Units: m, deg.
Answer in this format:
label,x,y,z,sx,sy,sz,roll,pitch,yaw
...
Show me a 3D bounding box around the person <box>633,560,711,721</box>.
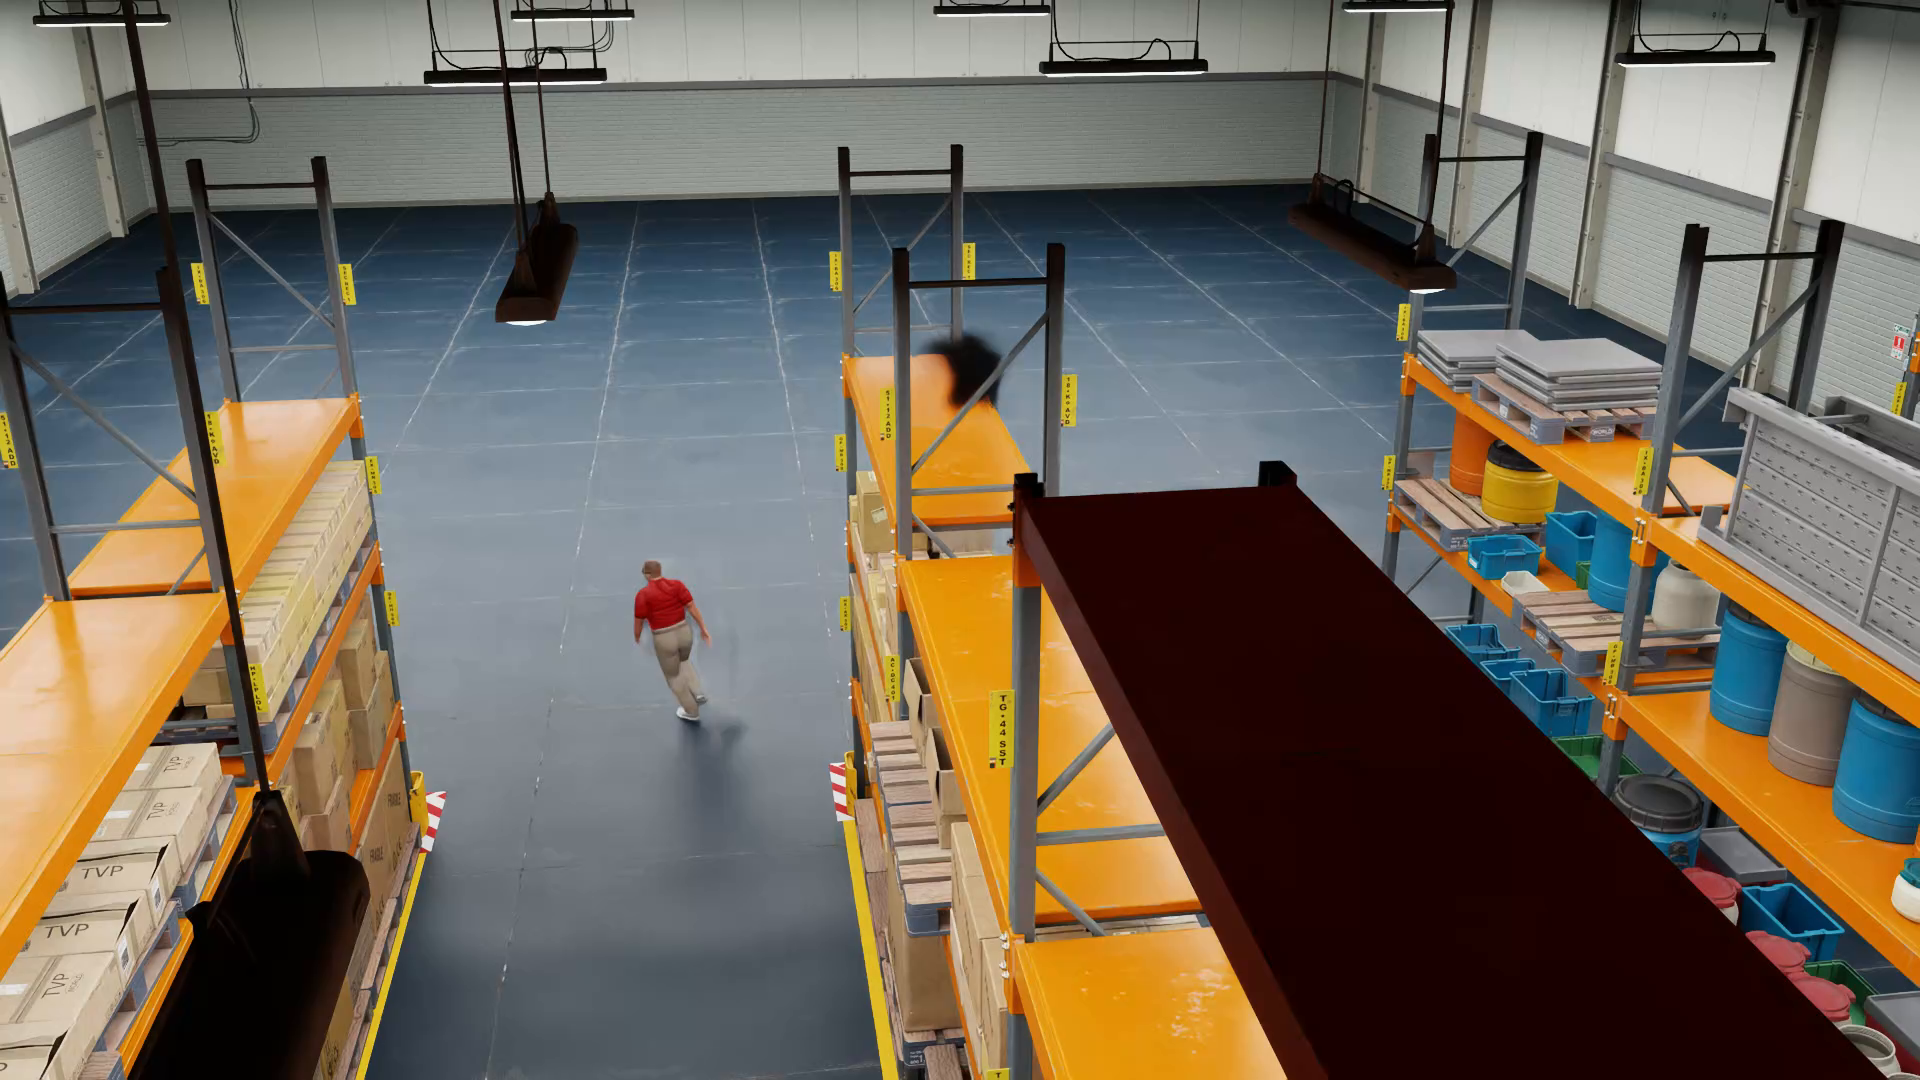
label,x,y,z,sx,sy,sz,roll,pitch,yaw
person,-2.939,1.006,16.827,0.663,1.668,0.708,-16,26,-34
